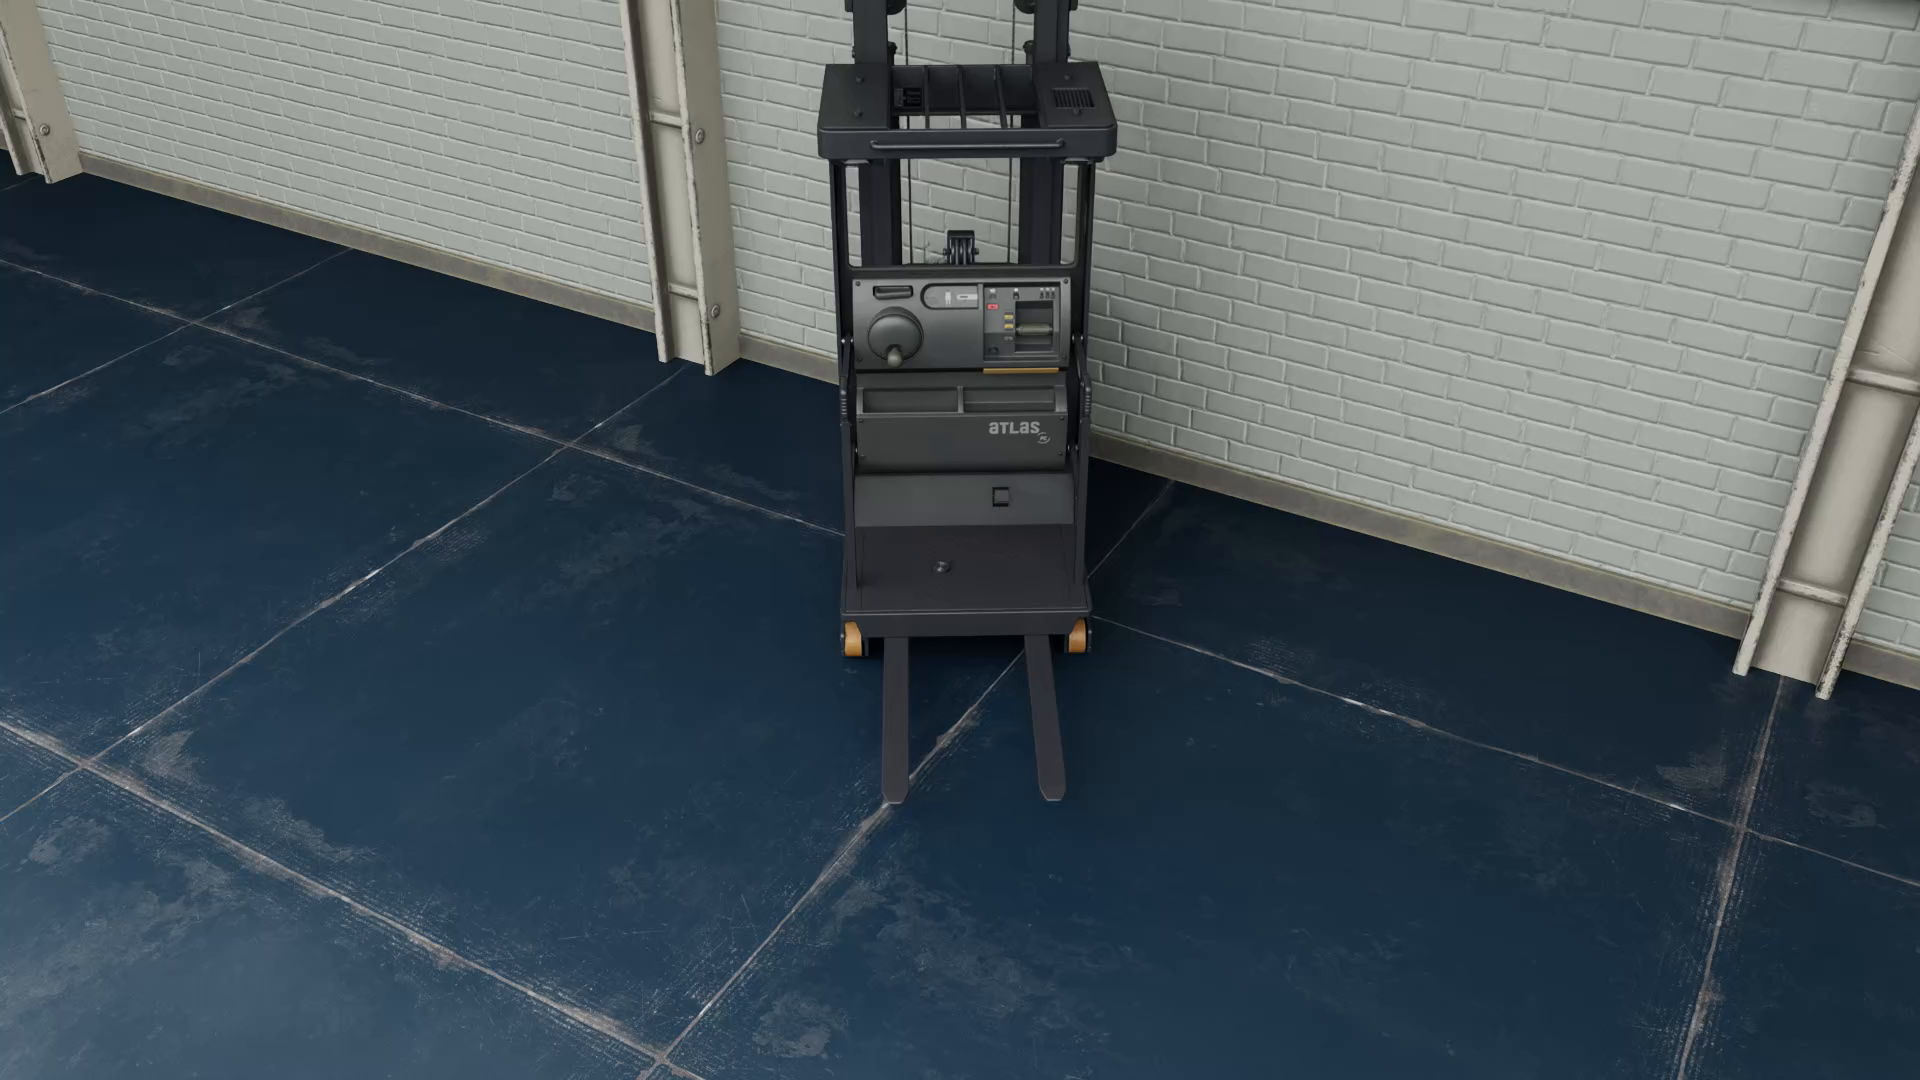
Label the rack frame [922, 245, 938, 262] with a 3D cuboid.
[{"bbox_3d":[-0.149,-1.052,8.876,0.008,1.050,0.200,-14,36,-18],"label":"rack frame"}]

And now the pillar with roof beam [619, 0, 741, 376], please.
[{"bbox_3d":[-3.675,-2.758,4.272,0.400,9.000,9.100,18,37,24],"label":"pillar with roof beam"}]

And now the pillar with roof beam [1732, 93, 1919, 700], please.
[{"bbox_3d":[1.535,-1.108,1.794,0.400,9.000,9.100,18,37,24],"label":"pillar with roof beam"}]

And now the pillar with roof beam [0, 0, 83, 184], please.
[{"bbox_3d":[-8.884,-4.408,6.750,0.400,9.000,9.100,18,37,24],"label":"pillar with roof beam"}]

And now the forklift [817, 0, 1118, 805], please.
[{"bbox_3d":[0.017,-0.874,6.918,1.130,2.935,3.031,-1,34,-1],"label":"forklift"}]

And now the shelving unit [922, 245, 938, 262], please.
[{"bbox_3d":[-0.262,-1.025,8.838,0.252,1.050,0.215,-14,36,-18],"label":"shelving unit"}]
